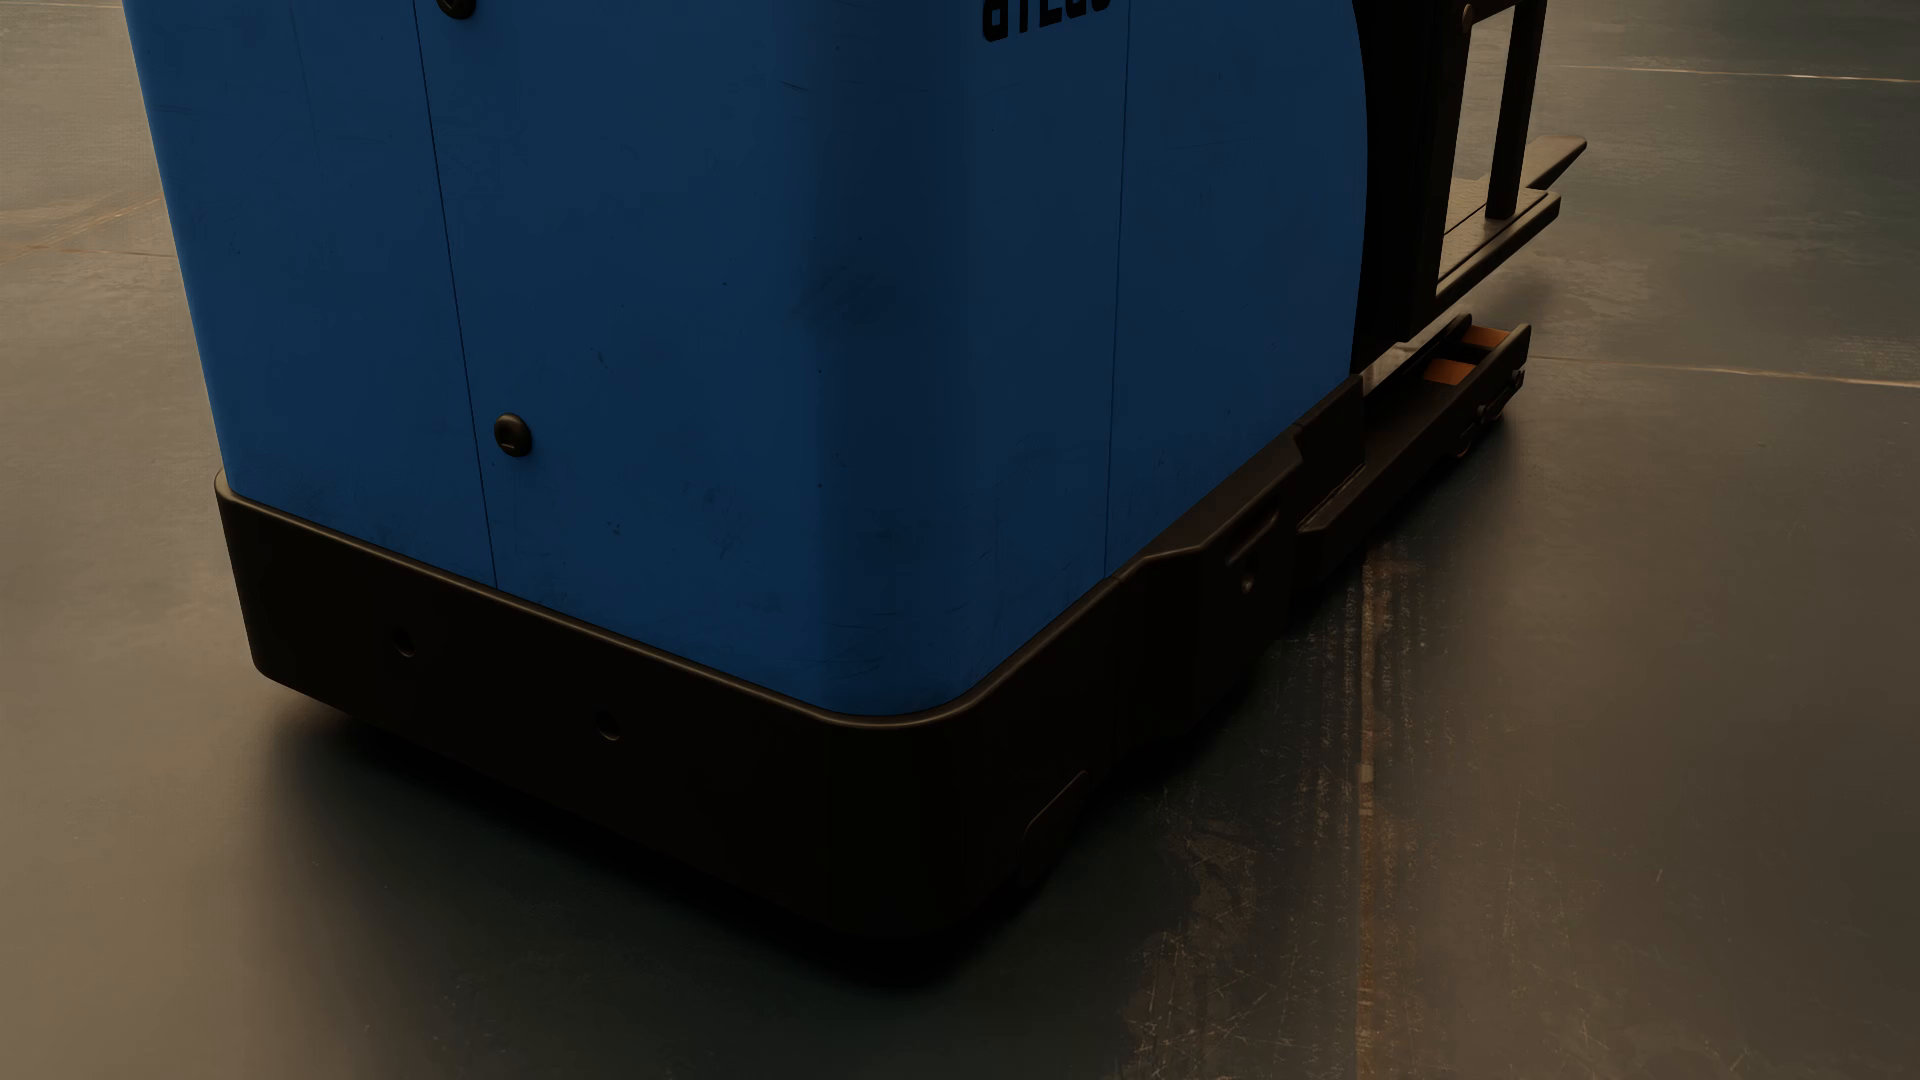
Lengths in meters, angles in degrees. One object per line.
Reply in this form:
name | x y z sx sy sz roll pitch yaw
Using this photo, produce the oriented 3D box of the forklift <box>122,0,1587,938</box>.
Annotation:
forklift | 0.341 -1.547 2.312 1.130 2.935 3.031 16 31 29
